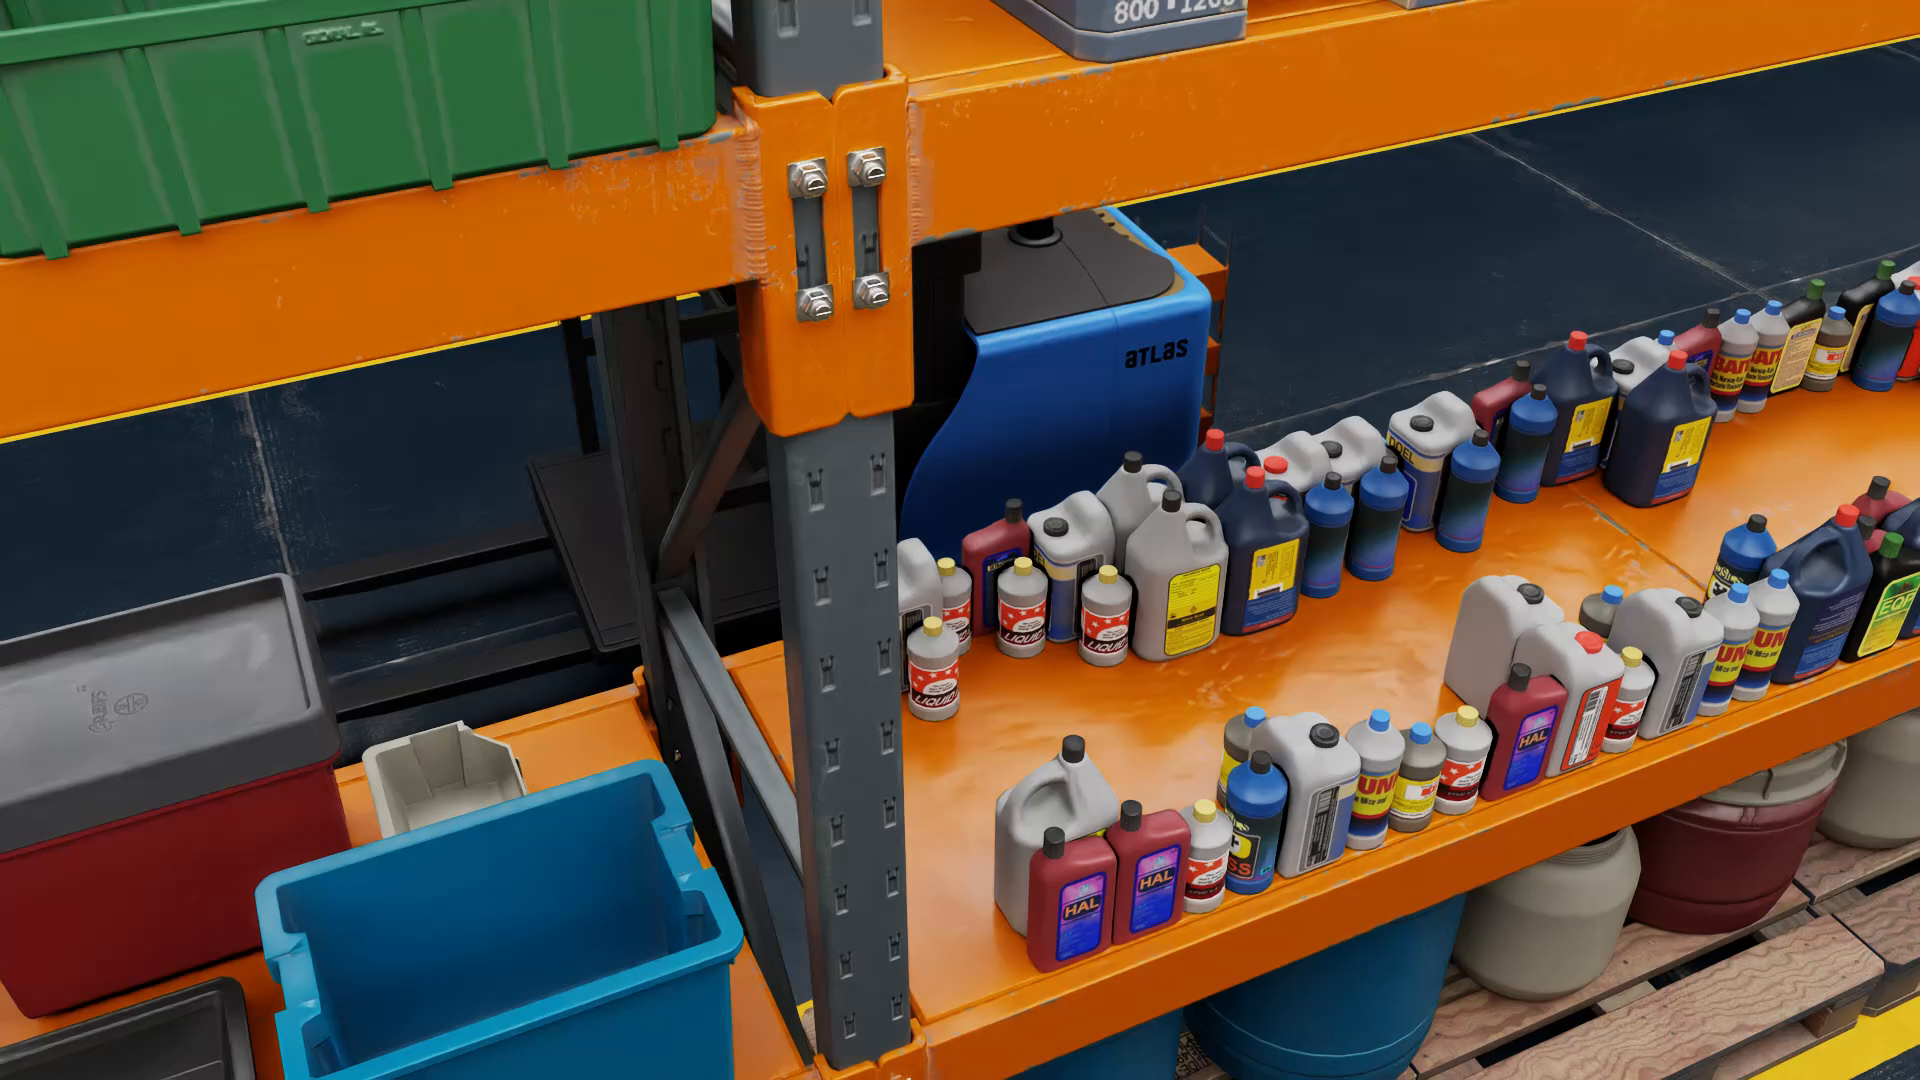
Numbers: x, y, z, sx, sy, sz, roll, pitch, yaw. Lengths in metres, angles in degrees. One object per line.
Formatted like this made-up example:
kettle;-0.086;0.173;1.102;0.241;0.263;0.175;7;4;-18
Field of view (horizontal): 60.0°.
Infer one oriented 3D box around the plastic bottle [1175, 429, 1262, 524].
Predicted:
plastic bottle;0.522;-0.073;3.372;0.185;0.351;0.144;-16;39;-20

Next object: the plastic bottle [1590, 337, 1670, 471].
plastic bottle;1.498;-0.314;3.759;0.135;0.276;0.152;-16;39;-20

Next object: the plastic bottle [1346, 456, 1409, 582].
plastic bottle;0.860;-0.051;3.409;0.097;0.271;0.097;0;37;0

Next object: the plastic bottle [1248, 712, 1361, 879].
plastic bottle;0.573;0.408;2.786;0.135;0.276;0.152;-16;39;-20

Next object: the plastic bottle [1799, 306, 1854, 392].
plastic bottle;2.097;-0.469;4.032;0.097;0.201;0.097;0;37;0

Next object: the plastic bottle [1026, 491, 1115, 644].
plastic bottle;0.211;0.046;3.274;0.135;0.276;0.152;-16;39;-20

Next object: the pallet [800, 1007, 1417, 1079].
pallet;0.377;1.310;3.807;1.213;0.211;1.003;-16;39;-20

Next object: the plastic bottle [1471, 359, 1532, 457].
plastic bottle;1.190;-0.261;3.681;0.133;0.283;0.061;-16;39;-20

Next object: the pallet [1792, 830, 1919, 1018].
pallet;2.586;0.692;4.639;1.213;0.211;1.003;-16;39;-20

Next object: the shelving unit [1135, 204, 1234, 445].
shelving unit;0.725;-0.601;5.679;0.252;1.050;0.215;-14;39;-18

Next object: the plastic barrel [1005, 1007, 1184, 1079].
plastic barrel;0.161;0.908;3.416;0.708;0.901;0.600;-16;39;-20

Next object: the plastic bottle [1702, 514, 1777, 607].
plastic bottle;1.522;0.068;3.248;0.097;0.271;0.097;0;37;0

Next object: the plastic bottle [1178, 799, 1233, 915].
plastic bottle;0.392;0.507;2.715;0.097;0.201;0.097;0;37;0

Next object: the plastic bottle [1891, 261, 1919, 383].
plastic bottle;2.334;-0.548;4.075;0.135;0.276;0.152;-16;39;-20

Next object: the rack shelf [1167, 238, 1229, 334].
rack shelf;0.725;-0.820;5.516;0.240;0.259;0.215;-14;39;-18

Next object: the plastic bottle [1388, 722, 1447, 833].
plastic bottle;0.778;0.399;2.861;0.097;0.201;0.097;0;37;0

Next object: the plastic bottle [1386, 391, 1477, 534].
plastic bottle;1.000;-0.174;3.571;0.135;0.276;0.152;-16;39;-20

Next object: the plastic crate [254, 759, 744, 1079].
plastic crate;-0.616;0.647;2.323;0.575;0.384;0.392;-16;39;-20

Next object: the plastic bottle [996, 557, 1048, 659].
plastic bottle;0.121;0.123;3.233;0.097;0.201;0.097;0;37;0

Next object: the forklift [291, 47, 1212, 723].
forklift;-0.794;-0.977;4.607;3.031;2.935;1.130;-14;39;-18

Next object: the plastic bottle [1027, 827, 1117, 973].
plastic bottle;0.174;0.547;2.593;0.133;0.283;0.061;-16;39;-20

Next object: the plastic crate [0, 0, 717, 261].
plastic crate;-0.594;-0.487;1.548;0.662;0.188;0.450;-16;39;-20

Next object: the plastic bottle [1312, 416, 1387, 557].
plastic bottle;0.790;-0.116;3.492;0.135;0.276;0.152;-16;39;-20

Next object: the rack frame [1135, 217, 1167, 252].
rack frame;0.613;-0.573;5.641;0.008;1.050;0.200;-14;39;-18

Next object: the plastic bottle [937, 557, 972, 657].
plastic bottle;-0.026;0.124;3.231;0.097;0.201;0.097;0;37;0

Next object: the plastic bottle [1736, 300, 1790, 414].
plastic bottle;1.888;-0.439;3.932;0.097;0.271;0.097;0;37;0

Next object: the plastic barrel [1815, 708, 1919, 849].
plastic barrel;2.373;0.505;4.287;0.421;0.512;0.421;0;37;0

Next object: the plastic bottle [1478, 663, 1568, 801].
plastic bottle;0.978;0.322;2.896;0.133;0.283;0.061;-16;39;-20

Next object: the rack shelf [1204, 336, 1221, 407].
rack shelf;0.725;-0.592;5.685;0.240;0.259;0.215;-14;39;-18

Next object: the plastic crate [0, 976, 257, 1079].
plastic crate;-1.238;0.877;2.230;0.590;0.125;0.437;-16;39;-20

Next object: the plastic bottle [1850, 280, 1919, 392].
plastic bottle;2.244;-0.498;4.012;0.097;0.271;0.097;0;37;0

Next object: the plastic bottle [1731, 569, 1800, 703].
plastic bottle;1.495;0.170;3.110;0.097;0.271;0.097;0;37;0

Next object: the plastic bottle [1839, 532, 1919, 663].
plastic bottle;1.775;0.099;3.196;0.133;0.283;0.061;-16;39;-20

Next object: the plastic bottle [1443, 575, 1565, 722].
plastic bottle;1.016;0.184;3.088;0.135;0.276;0.152;-16;39;-20

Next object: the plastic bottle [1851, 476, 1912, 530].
plastic bottle;1.834;-0.012;3.346;0.133;0.283;0.061;-16;39;-20

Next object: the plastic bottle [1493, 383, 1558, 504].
plastic bottle;1.240;-0.218;3.634;0.097;0.271;0.097;0;37;0

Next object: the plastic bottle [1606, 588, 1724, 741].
plastic bottle;1.290;0.208;3.056;0.135;0.276;0.152;-16;39;-20

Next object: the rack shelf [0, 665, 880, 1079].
rack shelf;-2.149;1.158;2.275;4.000;0.370;1.077;-16;39;-20

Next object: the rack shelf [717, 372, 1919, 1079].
rack shelf;1.472;0.145;3.640;4.000;0.370;1.077;-16;39;-20

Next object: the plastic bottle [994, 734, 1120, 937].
plastic bottle;0.154;0.458;2.656;0.185;0.351;0.144;-16;39;-20

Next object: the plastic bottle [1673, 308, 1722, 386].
plastic bottle;1.688;-0.400;3.869;0.133;0.283;0.061;-16;39;-20

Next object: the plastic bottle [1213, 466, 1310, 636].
plastic bottle;0.583;0.004;3.268;0.185;0.351;0.144;-16;39;-20

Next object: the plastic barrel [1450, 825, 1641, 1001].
plastic barrel;1.351;0.791;3.902;0.421;0.512;0.421;0;37;0
